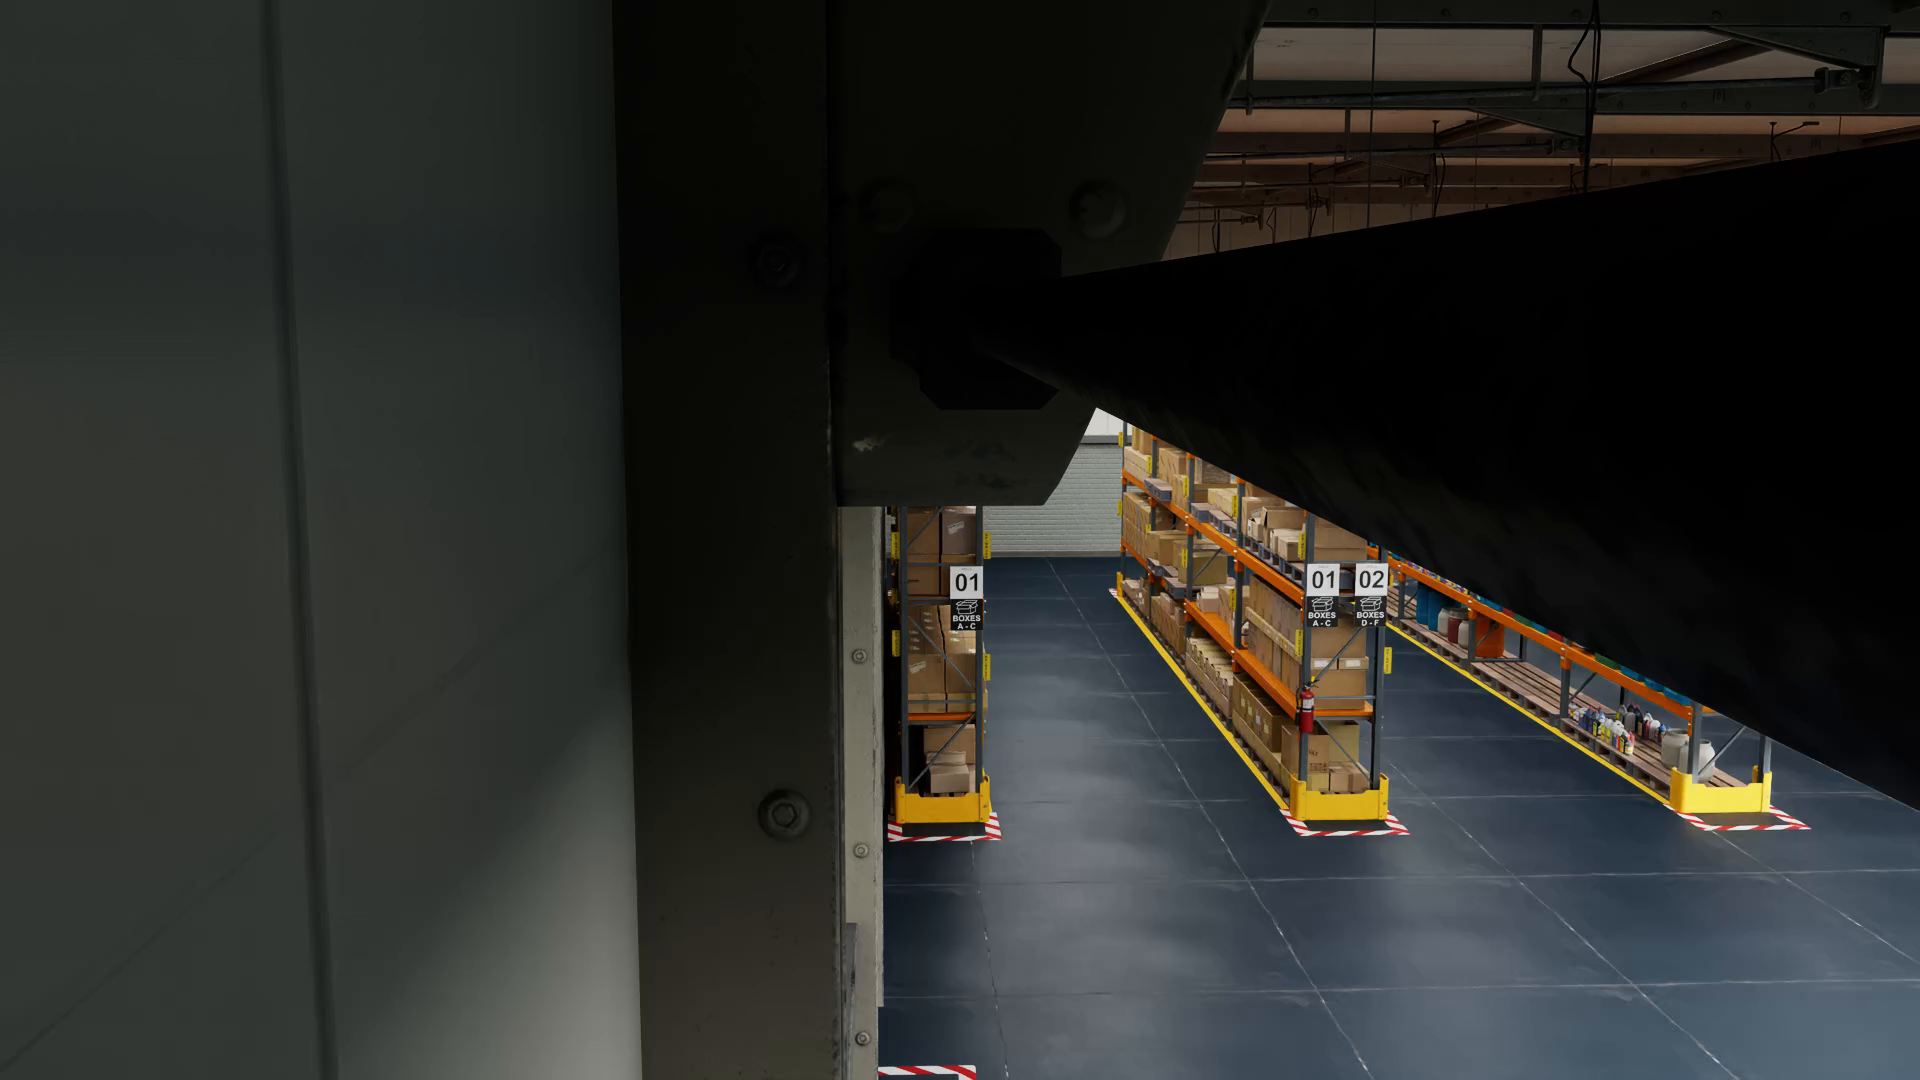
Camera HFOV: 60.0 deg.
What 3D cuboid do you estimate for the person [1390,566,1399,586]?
[{"bbox_3d":[9.900,0.228,37.686,0.479,1.690,0.392,-1,8,-9],"label":"person"}]
